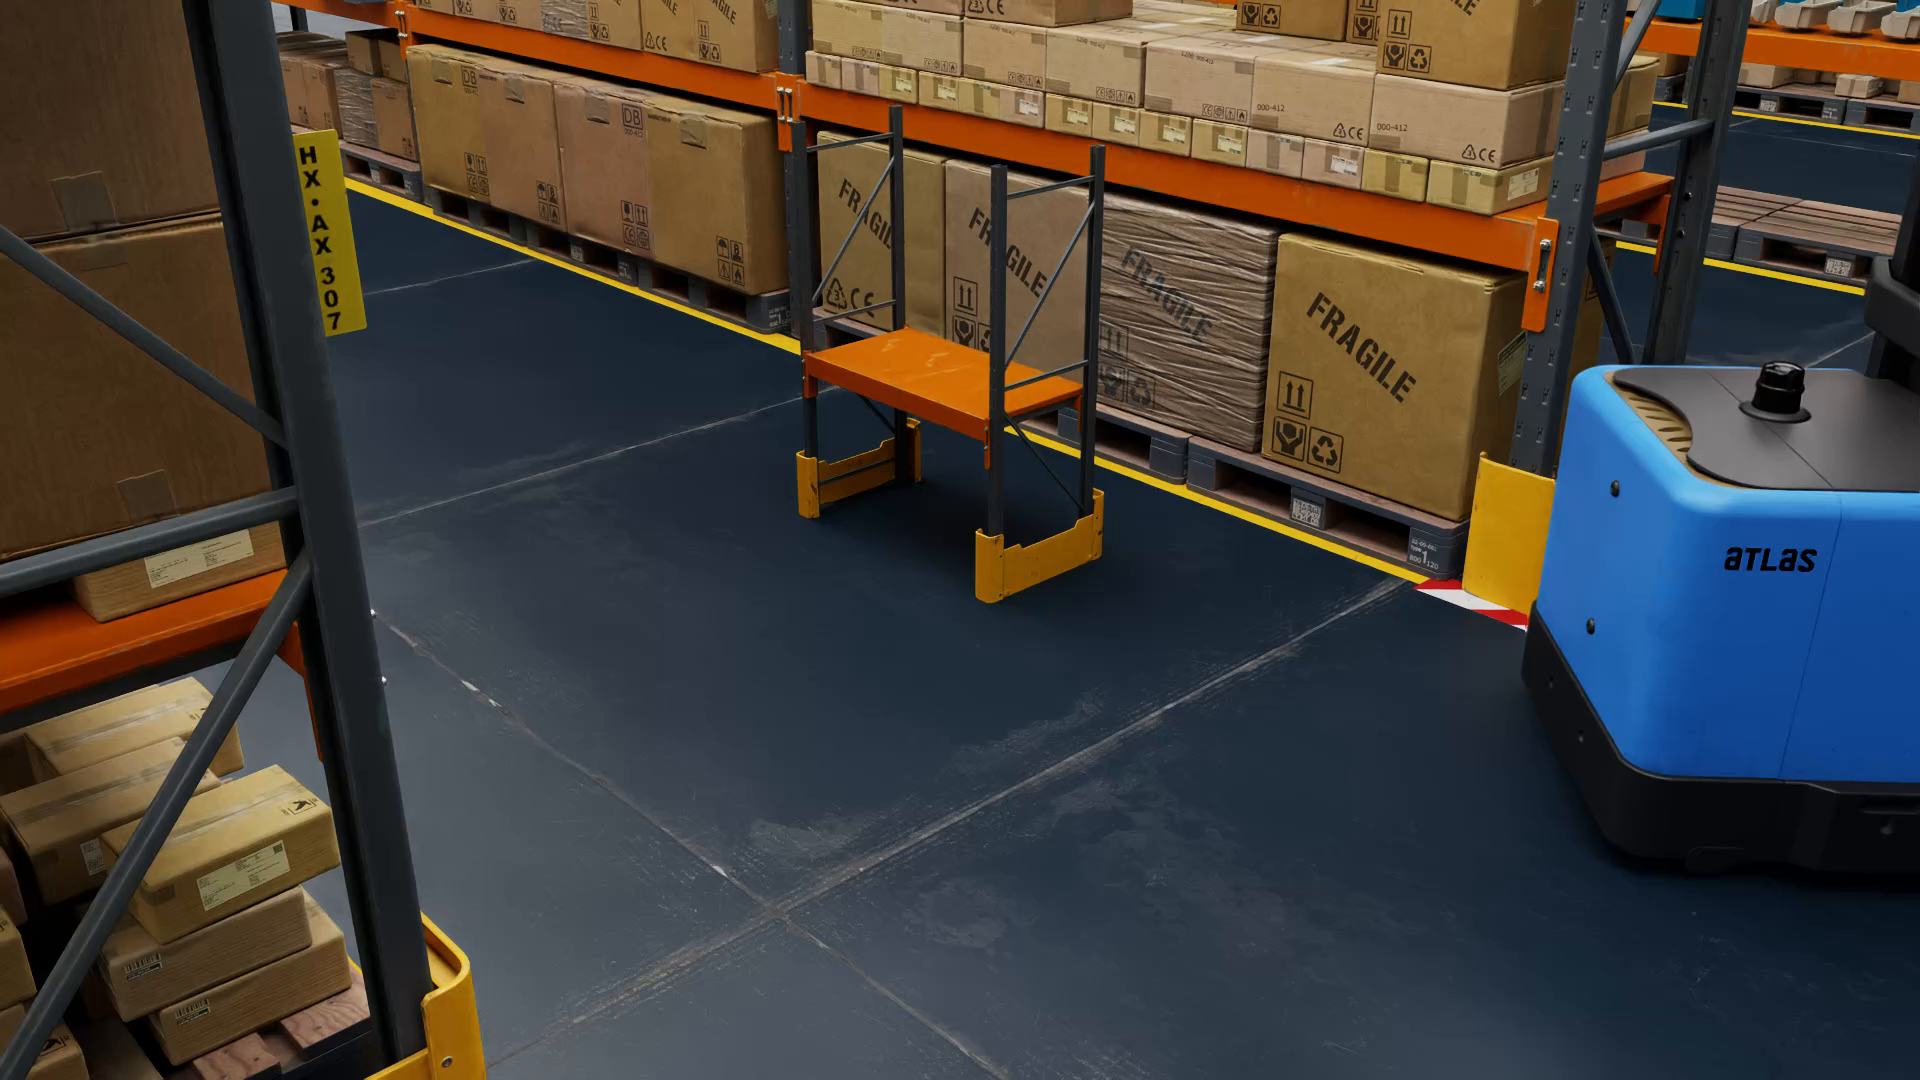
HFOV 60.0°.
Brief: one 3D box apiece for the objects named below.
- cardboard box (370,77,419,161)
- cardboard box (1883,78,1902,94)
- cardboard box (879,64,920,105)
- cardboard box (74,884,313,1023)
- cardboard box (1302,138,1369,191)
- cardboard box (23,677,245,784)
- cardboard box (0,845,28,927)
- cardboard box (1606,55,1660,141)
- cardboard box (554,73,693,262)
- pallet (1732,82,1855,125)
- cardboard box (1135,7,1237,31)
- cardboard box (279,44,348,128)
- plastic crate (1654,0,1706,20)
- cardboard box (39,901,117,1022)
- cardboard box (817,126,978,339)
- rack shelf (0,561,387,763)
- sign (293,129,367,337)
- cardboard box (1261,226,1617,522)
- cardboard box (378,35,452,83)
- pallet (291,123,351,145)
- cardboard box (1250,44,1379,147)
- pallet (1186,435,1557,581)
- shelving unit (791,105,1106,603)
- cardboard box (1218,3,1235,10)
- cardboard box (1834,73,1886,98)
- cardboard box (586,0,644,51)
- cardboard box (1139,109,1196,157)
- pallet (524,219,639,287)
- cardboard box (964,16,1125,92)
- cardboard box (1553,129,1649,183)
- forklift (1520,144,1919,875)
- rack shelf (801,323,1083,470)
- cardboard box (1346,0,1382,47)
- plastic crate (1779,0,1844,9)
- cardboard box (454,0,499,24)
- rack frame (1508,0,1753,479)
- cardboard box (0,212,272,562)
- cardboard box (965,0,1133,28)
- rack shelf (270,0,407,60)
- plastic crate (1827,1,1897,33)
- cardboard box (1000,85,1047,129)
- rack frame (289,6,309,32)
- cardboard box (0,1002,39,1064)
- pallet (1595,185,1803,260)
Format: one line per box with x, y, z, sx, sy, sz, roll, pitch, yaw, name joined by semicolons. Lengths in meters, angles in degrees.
-3.667;-2.998;11.690;0.500;0.500;0.700;22;32;39;cardboard box
7.883;-3.993;14.098;0.500;0.311;0.500;-21;32;-38;cardboard box
-0.141;-2.069;7.473;0.380;0.149;0.250;-20;31;-37;cardboard box
-1.587;0.801;3.450;0.380;0.149;0.250;-20;31;-36;cardboard box
1.439;-1.370;5.941;0.380;0.149;0.250;-21;32;-38;cardboard box
-1.881;0.480;3.795;0.380;0.149;0.250;-21;32;-39;cardboard box
-2.093;0.716;3.278;0.380;0.149;0.250;-20;32;-37;cardboard box
2.143;-1.603;5.973;0.500;0.250;0.500;-22;33;-40;cardboard box
-1.524;-2.209;9.533;0.875;0.875;1.225;22;33;40;cardboard box
7.242;-3.858;14.453;1.003;0.211;1.213;-21;32;-38;pallet
1.081;-2.069;6.993;0.500;0.250;0.500;-22;32;-39;cardboard box
-4.829;-3.502;12.793;0.500;0.500;0.700;20;32;37;cardboard box
4.298;-3.220;9.824;0.416;0.233;0.300;-21;32;-38;plastic crate
-1.779;0.862;3.674;0.380;0.149;0.250;-21;32;-39;cardboard box
-0.068;-1.528;8.039;0.875;0.875;0.875;-21;32;-38;cardboard box
-2.783;-0.217;3.977;1.077;0.370;4.000;-21;32;-38;rack shelf
-1.020;-0.486;2.658;0.100;0.325;0.005;-21;32;-38;sign
1.778;-0.710;6.246;0.875;0.875;0.875;-21;32;-38;cardboard box
-3.674;-3.337;11.528;0.500;0.250;0.500;-20;31;-36;cardboard box
-4.557;-3.076;12.739;1.003;0.211;1.213;-21;32;-38;pallet
1.403;-1.607;5.981;0.500;0.250;0.500;-22;32;-39;cardboard box
1.670;-0.266;6.578;1.003;0.211;1.213;-21;32;-38;pallet
-0.052;-0.705;5.989;0.587;1.500;1.083;-21;32;-38;shelving unit
3.147;-5.733;18.009;0.500;0.250;0.500;-22;32;-39;cardboard box
7.501;-3.799;13.846;0.380;0.166;0.250;-21;32;-38;cardboard box
-1.675;-2.944;8.969;0.500;0.500;0.500;-22;32;-39;cardboard box
0.913;-1.602;6.450;0.380;0.149;0.250;-21;32;-38;cardboard box
-1.881;-1.840;10.028;1.003;0.211;1.213;-21;32;-38;pallet
0.364;-2.069;6.994;0.500;0.250;0.500;-20;31;-37;cardboard box
2.272;-1.401;6.010;0.380;0.149;0.250;-21;32;-38;cardboard box
3.227;-0.635;4.111;3.031;2.935;1.130;1;25;3;forklift
-0.058;-0.545;6.070;0.538;0.185;1.000;-21;32;-38;rack shelf
1.801;-2.096;6.150;0.500;0.500;0.500;-22;33;-40;cardboard box
5.061;-3.238;9.862;0.416;0.233;0.300;-21;32;-38;plastic crate
-2.706;-3.404;9.976;0.500;0.500;0.500;-22;33;-40;cardboard box
2.274;-1.314;5.517;1.000;3.000;0.127;-21;32;-38;rack frame
-1.521;-0.333;2.887;0.500;0.500;0.500;-19;31;-36;cardboard box
0.370;-2.409;6.836;0.500;0.500;0.500;-22;33;-40;cardboard box
-4.561;-4.017;12.308;1.077;0.370;4.000;-21;32;-38;rack shelf
5.012;-2.914;9.270;0.396;0.136;0.243;-21;32;-38;plastic crate
0.385;-1.835;6.962;0.380;0.149;0.250;-21;32;-38;cardboard box
-5.928;-4.950;13.486;1.000;3.000;0.127;-21;32;-38;rack frame
-1.985;0.954;3.116;0.380;0.149;0.250;-22;33;-40;cardboard box
4.524;-2.081;10.558;1.003;0.211;1.213;-21;32;-38;pallet
